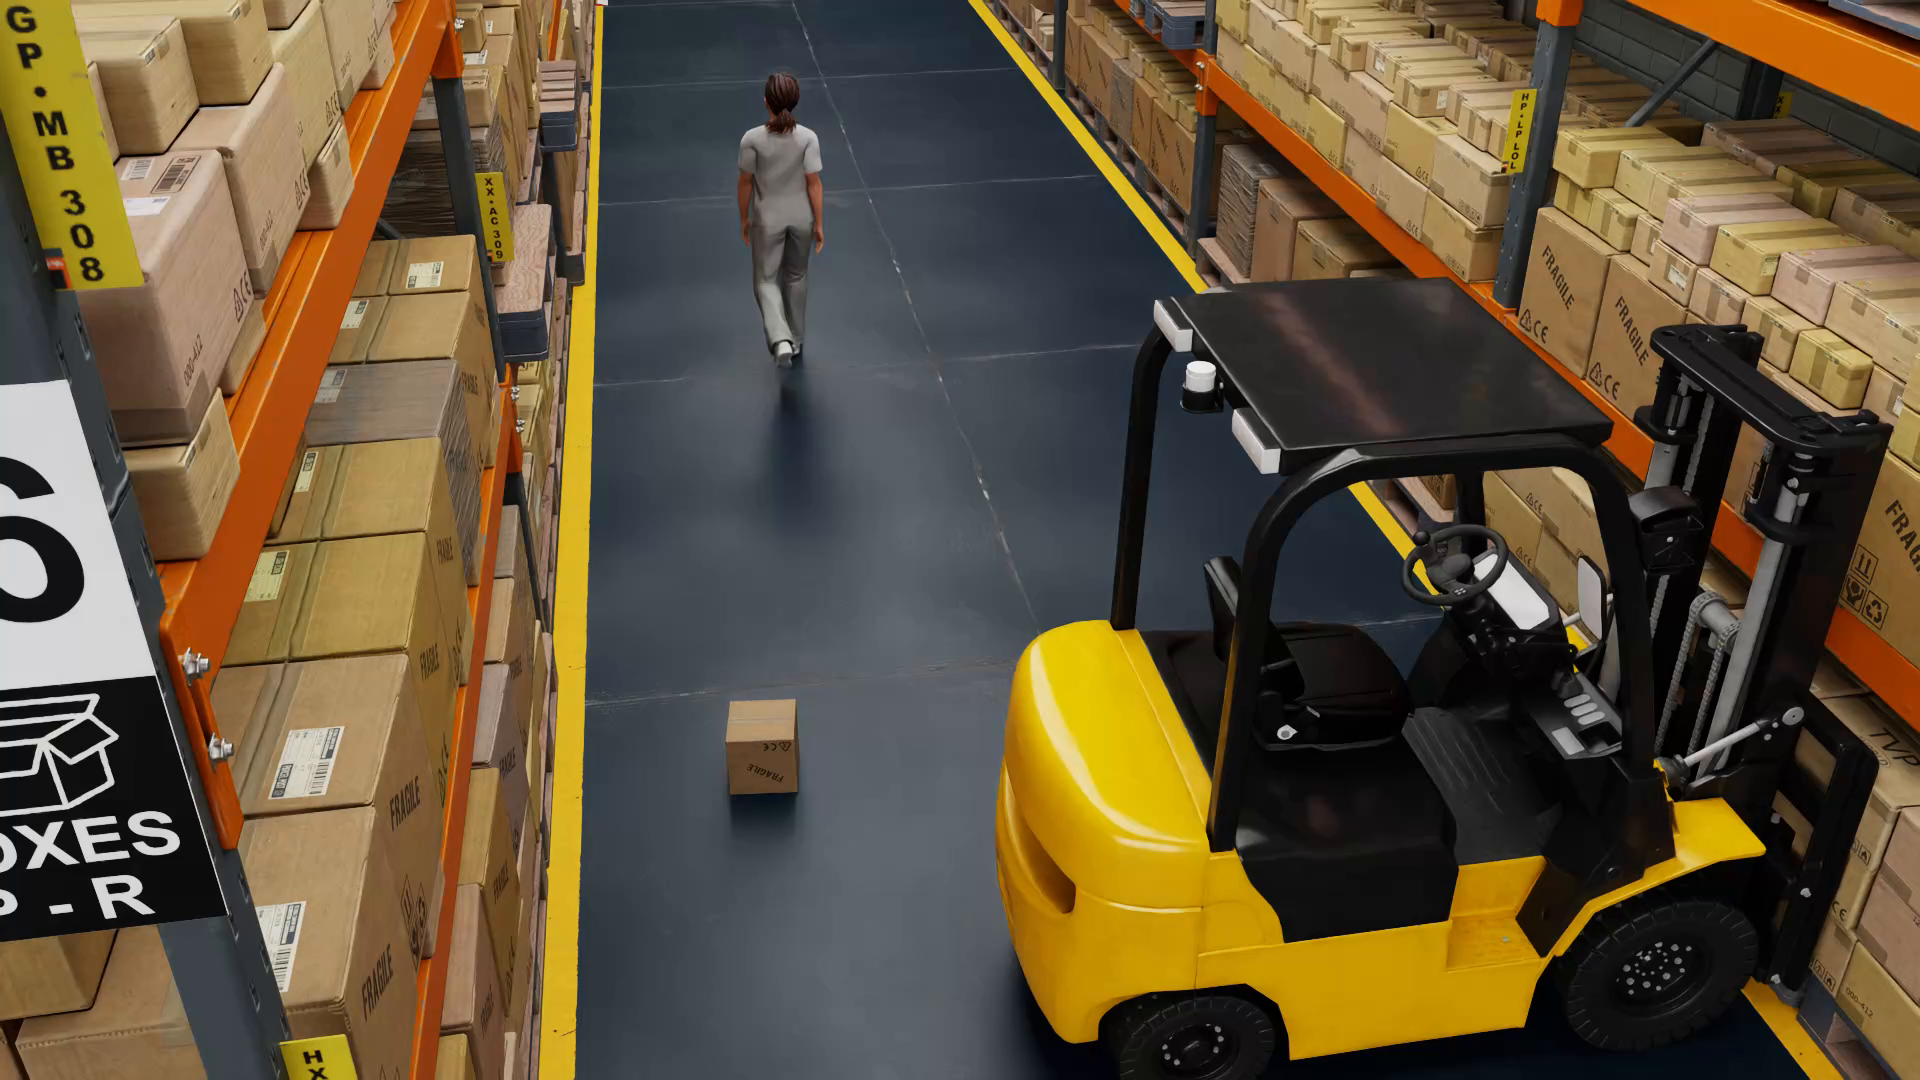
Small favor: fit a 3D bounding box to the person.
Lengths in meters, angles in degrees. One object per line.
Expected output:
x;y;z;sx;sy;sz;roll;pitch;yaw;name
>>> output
-0.957;-1.682;8.973;0.451;1.609;0.840;-6;31;-10;person
